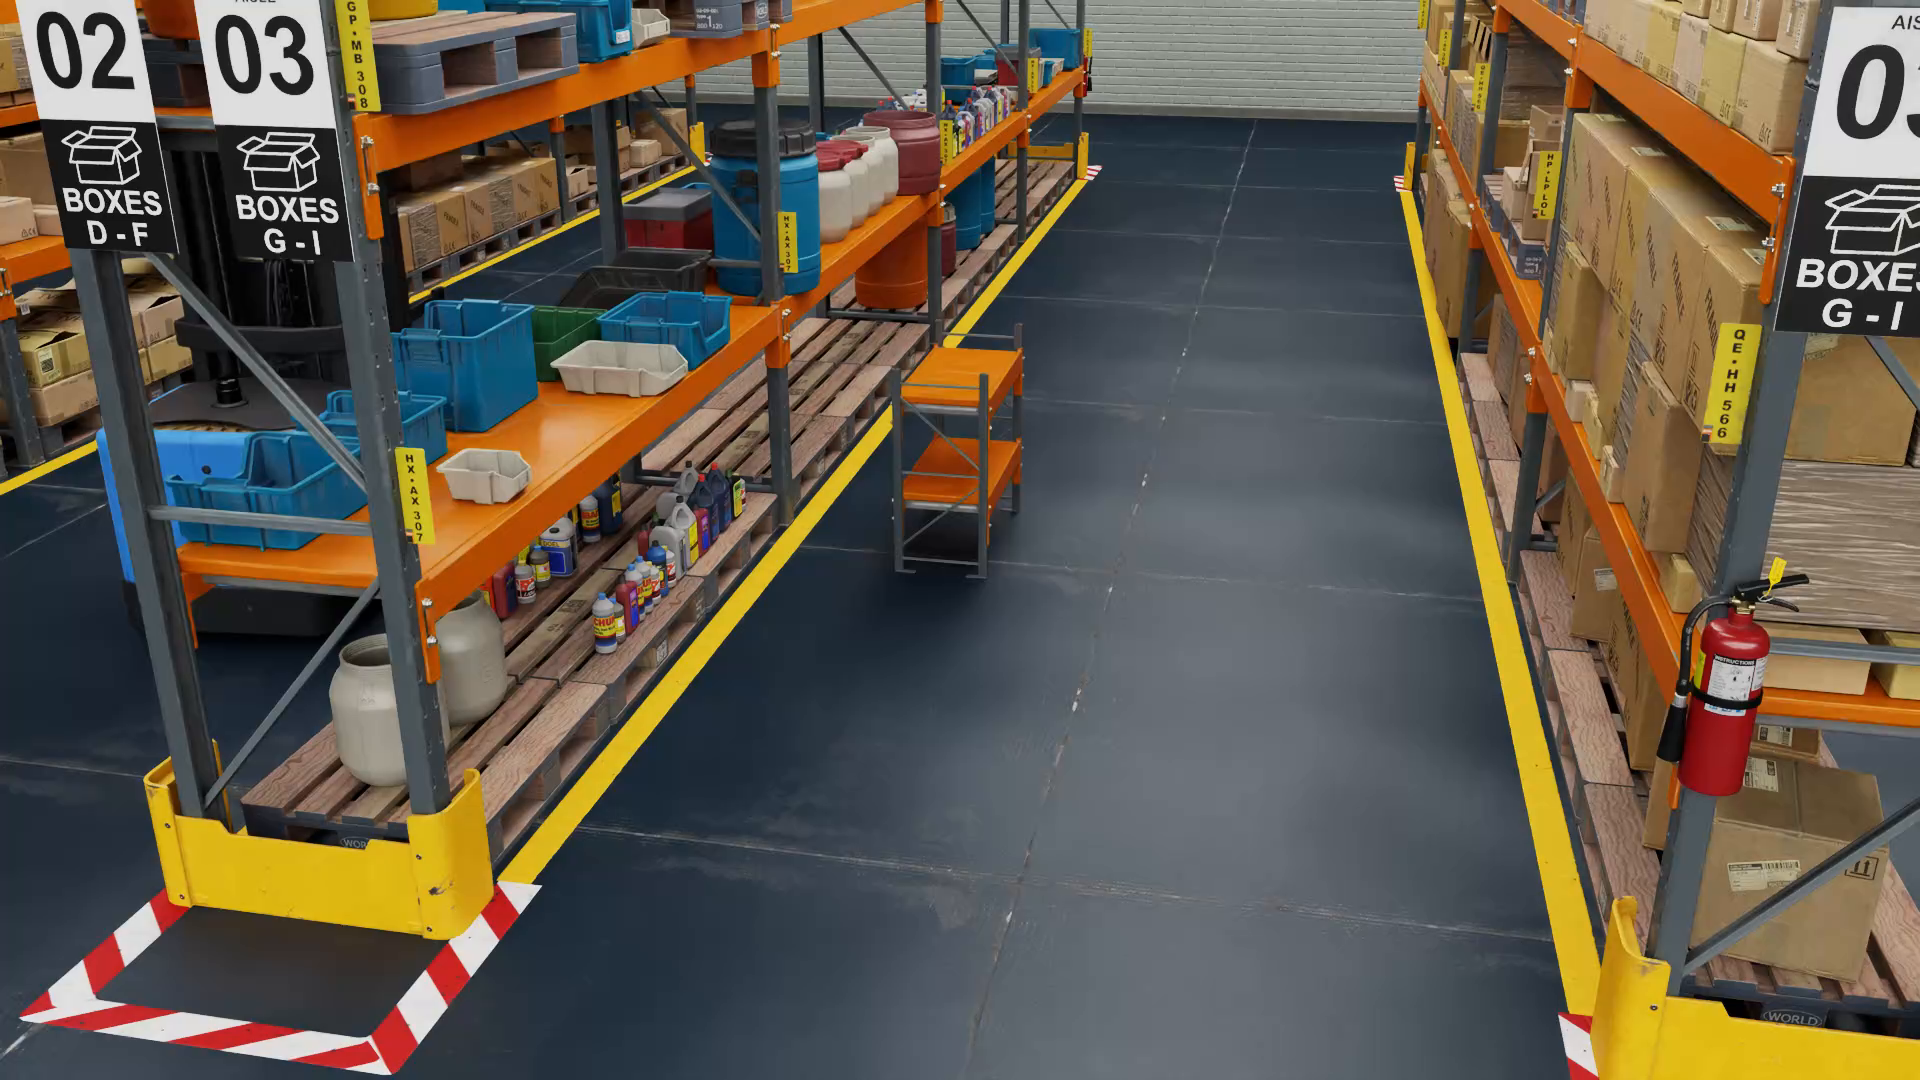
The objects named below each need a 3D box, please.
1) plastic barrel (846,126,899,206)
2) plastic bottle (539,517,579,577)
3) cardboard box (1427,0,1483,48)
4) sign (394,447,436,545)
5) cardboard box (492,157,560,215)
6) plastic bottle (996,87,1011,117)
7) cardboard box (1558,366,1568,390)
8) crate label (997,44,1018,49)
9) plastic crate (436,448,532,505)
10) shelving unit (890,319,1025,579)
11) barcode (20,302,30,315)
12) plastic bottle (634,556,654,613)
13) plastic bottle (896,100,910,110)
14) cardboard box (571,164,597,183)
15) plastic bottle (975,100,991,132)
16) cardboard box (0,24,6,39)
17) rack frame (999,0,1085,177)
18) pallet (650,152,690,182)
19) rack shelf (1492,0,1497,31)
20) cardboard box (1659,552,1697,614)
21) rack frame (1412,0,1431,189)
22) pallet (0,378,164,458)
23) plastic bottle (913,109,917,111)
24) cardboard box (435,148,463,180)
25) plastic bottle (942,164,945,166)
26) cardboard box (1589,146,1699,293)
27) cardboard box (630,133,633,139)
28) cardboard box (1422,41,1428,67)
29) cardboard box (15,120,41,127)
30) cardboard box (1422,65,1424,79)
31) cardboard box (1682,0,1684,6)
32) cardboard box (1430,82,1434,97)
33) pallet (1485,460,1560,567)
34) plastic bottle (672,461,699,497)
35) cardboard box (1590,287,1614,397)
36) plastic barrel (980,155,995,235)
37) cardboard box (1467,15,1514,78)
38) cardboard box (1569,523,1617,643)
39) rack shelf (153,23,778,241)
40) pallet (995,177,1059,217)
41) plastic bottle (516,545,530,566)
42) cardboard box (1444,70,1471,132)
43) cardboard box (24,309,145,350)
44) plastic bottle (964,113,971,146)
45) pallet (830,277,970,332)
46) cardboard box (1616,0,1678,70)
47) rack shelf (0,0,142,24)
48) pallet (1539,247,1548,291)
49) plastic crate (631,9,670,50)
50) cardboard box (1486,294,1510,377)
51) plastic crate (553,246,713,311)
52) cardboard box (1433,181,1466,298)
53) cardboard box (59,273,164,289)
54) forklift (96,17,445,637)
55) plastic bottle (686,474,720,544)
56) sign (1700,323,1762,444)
[{"bbox_3d":[-0.646,-2.639,11.742,0.421,0.512,0.421,0,22,0],"label":"plastic barrel"},{"bbox_3d":[-2.007,0.032,8.315,0.152,0.276,0.135,4,22,11],"label":"plastic bottle"},{"bbox_3d":[5.372,-5.607,18.058,0.500,0.500,0.500,4,22,10],"label":"cardboard box"},{"bbox_3d":[-1.740,-0.139,5.313,0.100,0.325,0.005,4,22,11],"label":"sign"},{"bbox_3d":[-4.497,-3.664,17.193,0.500,0.500,0.500,4,22,11],"label":"cardboard box"},{"bbox_3d":[0.407,-4.217,15.974,0.152,0.276,0.135,4,22,11],"label":"plastic bottle"},{"bbox_3d":[2.961,-0.783,7.620,0.380,0.149,0.250,4,22,11],"label":"cardboard box"},{"bbox_3d":[0.615,-5.791,19.861,0.416,0.233,0.303,4,22,11],"label":"crate label"},{"bbox_3d":[-1.780,-0.235,6.274,0.298,0.136,0.250,4,22,11],"label":"plastic crate"},{"bbox_3d":[0.001,-0.524,9.150,0.538,1.125,1.048,4,22,11],"label":"shelving unit"},{"bbox_3d":[-5.850,-1.448,10.405,0.001,0.075,0.075,4,22,11],"label":"barcode"},{"bbox_3d":[-1.512,0.206,7.890,0.097,0.271,0.097,0,22,0],"label":"plastic bottle"},{"bbox_3d":[-0.533,-3.822,14.994,0.152,0.276,0.135,4,22,11],"label":"plastic bottle"},{"bbox_3d":[-4.213,-4.166,18.886,0.380,0.166,0.250,4,22,11],"label":"cardboard box"},{"bbox_3d":[0.202,-3.849,15.062,0.152,0.276,0.135,4,22,11],"label":"plastic bottle"},{"bbox_3d":[-9.694,-4.990,16.166,0.500,0.250,0.500,4,22,10],"label":"cardboard box"},{"bbox_3d":[0.987,-5.906,20.002,1.000,3.000,0.127,4,22,11],"label":"rack frame"},{"bbox_3d":[-4.038,-4.672,20.671,1.003,0.211,1.213,4,22,11],"label":"pallet"},{"bbox_3d":[4.612,-4.392,13.190,1.077,0.370,4.000,4,22,11],"label":"rack shelf"},{"bbox_3d":[2.479,0.133,5.344,0.380,0.149,0.250,4,22,11],"label":"cardboard box"},{"bbox_3d":[5.836,-5.528,19.065,1.000,3.000,0.127,4,22,11],"label":"rack frame"},{"bbox_3d":[-6.198,-0.875,11.244,1.003,0.211,1.213,4,22,11],"label":"pallet"},{"bbox_3d":[-0.407,-3.784,15.001,0.097,0.201,0.097,0,22,0],"label":"plastic bottle"},{"bbox_3d":[-5.219,-3.690,16.254,0.500,0.250,0.500,5,22,11],"label":"cardboard box"},{"bbox_3d":[-0.170,-3.097,13.295,0.097,0.201,0.097,0,22,0],"label":"plastic bottle"},{"bbox_3d":[2.844,-1.277,6.638,0.500,0.500,0.500,4,22,11],"label":"cardboard box"},{"bbox_3d":[-4.352,-4.853,20.481,0.500,0.250,0.500,4,22,11],"label":"cardboard box"},{"bbox_3d":[5.474,-5.442,18.653,0.500,0.250,0.500,4,22,9],"label":"cardboard box"},{"bbox_3d":[-9.533,-4.148,17.954,0.750,0.750,0.750,5,22,12],"label":"cardboard box"},{"bbox_3d":[5.441,-5.307,18.852,0.380,0.149,0.250,5,22,12],"label":"cardboard box"},{"bbox_3d":[2.696,-1.881,5.660,0.380,0.149,0.250,3,22,8],"label":"cardboard box"},{"bbox_3d":[5.076,-4.648,17.216,0.380,0.149,0.250,5,22,12],"label":"cardboard box"},{"bbox_3d":[3.545,-0.131,9.396,1.003,0.211,1.213,4,22,11],"label":"pallet"},{"bbox_3d":[-1.452,-0.246,8.906,0.144,0.351,0.185,4,22,11],"label":"plastic bottle"},{"bbox_3d":[3.095,-0.793,6.776,0.875,0.500,0.500,4,22,11],"label":"cardboard box"},{"bbox_3d":[0.043,-3.467,16.193,0.600,0.901,0.708,4,22,11],"label":"plastic barrel"},{"bbox_3d":[4.898,-4.343,14.645,0.797,0.503,0.637,4,22,10],"label":"cardboard box"},{"bbox_3d":[3.157,0.178,7.679,0.500,0.500,0.500,12,25,28],"label":"cardboard box"},{"bbox_3d":[-1.869,-1.843,6.863,1.077,0.370,4.000,4,22,11],"label":"rack shelf"},{"bbox_3d":[0.530,-3.869,18.677,1.003,0.211,1.213,4,22,11],"label":"pallet"},{"bbox_3d":[-2.196,0.064,8.137,0.144,0.351,0.185,5,23,13],"label":"plastic bottle"},{"bbox_3d":[4.681,-3.963,15.043,0.500,0.500,0.500,5,22,11],"label":"cardboard box"},{"bbox_3d":[-5.874,-1.390,11.158,0.500,0.311,0.500,4,22,10],"label":"cardboard box"},{"bbox_3d":[0.046,-3.517,14.242,0.097,0.271,0.097,0,22,0],"label":"plastic bottle"},{"bbox_3d":[-0.525,-1.978,13.982,1.003,0.211,1.213,4,22,11],"label":"pallet"},{"bbox_3d":[2.830,-1.942,6.345,0.500,0.250,0.500,4,22,9],"label":"cardboard box"},{"bbox_3d":[-5.902,-3.685,11.437,1.077,0.370,4.000,4,22,11],"label":"rack shelf"},{"bbox_3d":[3.686,-1.319,8.870,1.003,0.211,1.213,4,22,11],"label":"pallet"},{"bbox_3d":[-1.393,-2.168,7.060,0.243,0.136,0.396,4,22,11],"label":"plastic crate"},{"bbox_3d":[4.086,-1.400,11.573,0.700,0.500,0.500,3,22,8],"label":"cardboard box"},{"bbox_3d":[-1.693,-1.307,8.666,0.767,0.338,0.504,4,22,11],"label":"plastic crate"},{"bbox_3d":[4.554,-2.388,13.549,1.225,0.875,0.875,5,22,11],"label":"cardboard box"},{"bbox_3d":[-6.197,-1.802,12.181,0.500,0.311,0.500,4,22,10],"label":"cardboard box"},{"bbox_3d":[-3.399,-1.407,8.923,1.130,2.935,3.031,2,22,6],"label":"forklift"},{"bbox_3d":[-1.350,-0.165,8.704,0.144,0.351,0.185,3,22,8],"label":"plastic bottle"},{"bbox_3d":[2.032,-0.410,4.383,0.100,0.325,0.005,4,22,11],"label":"sign"}]
